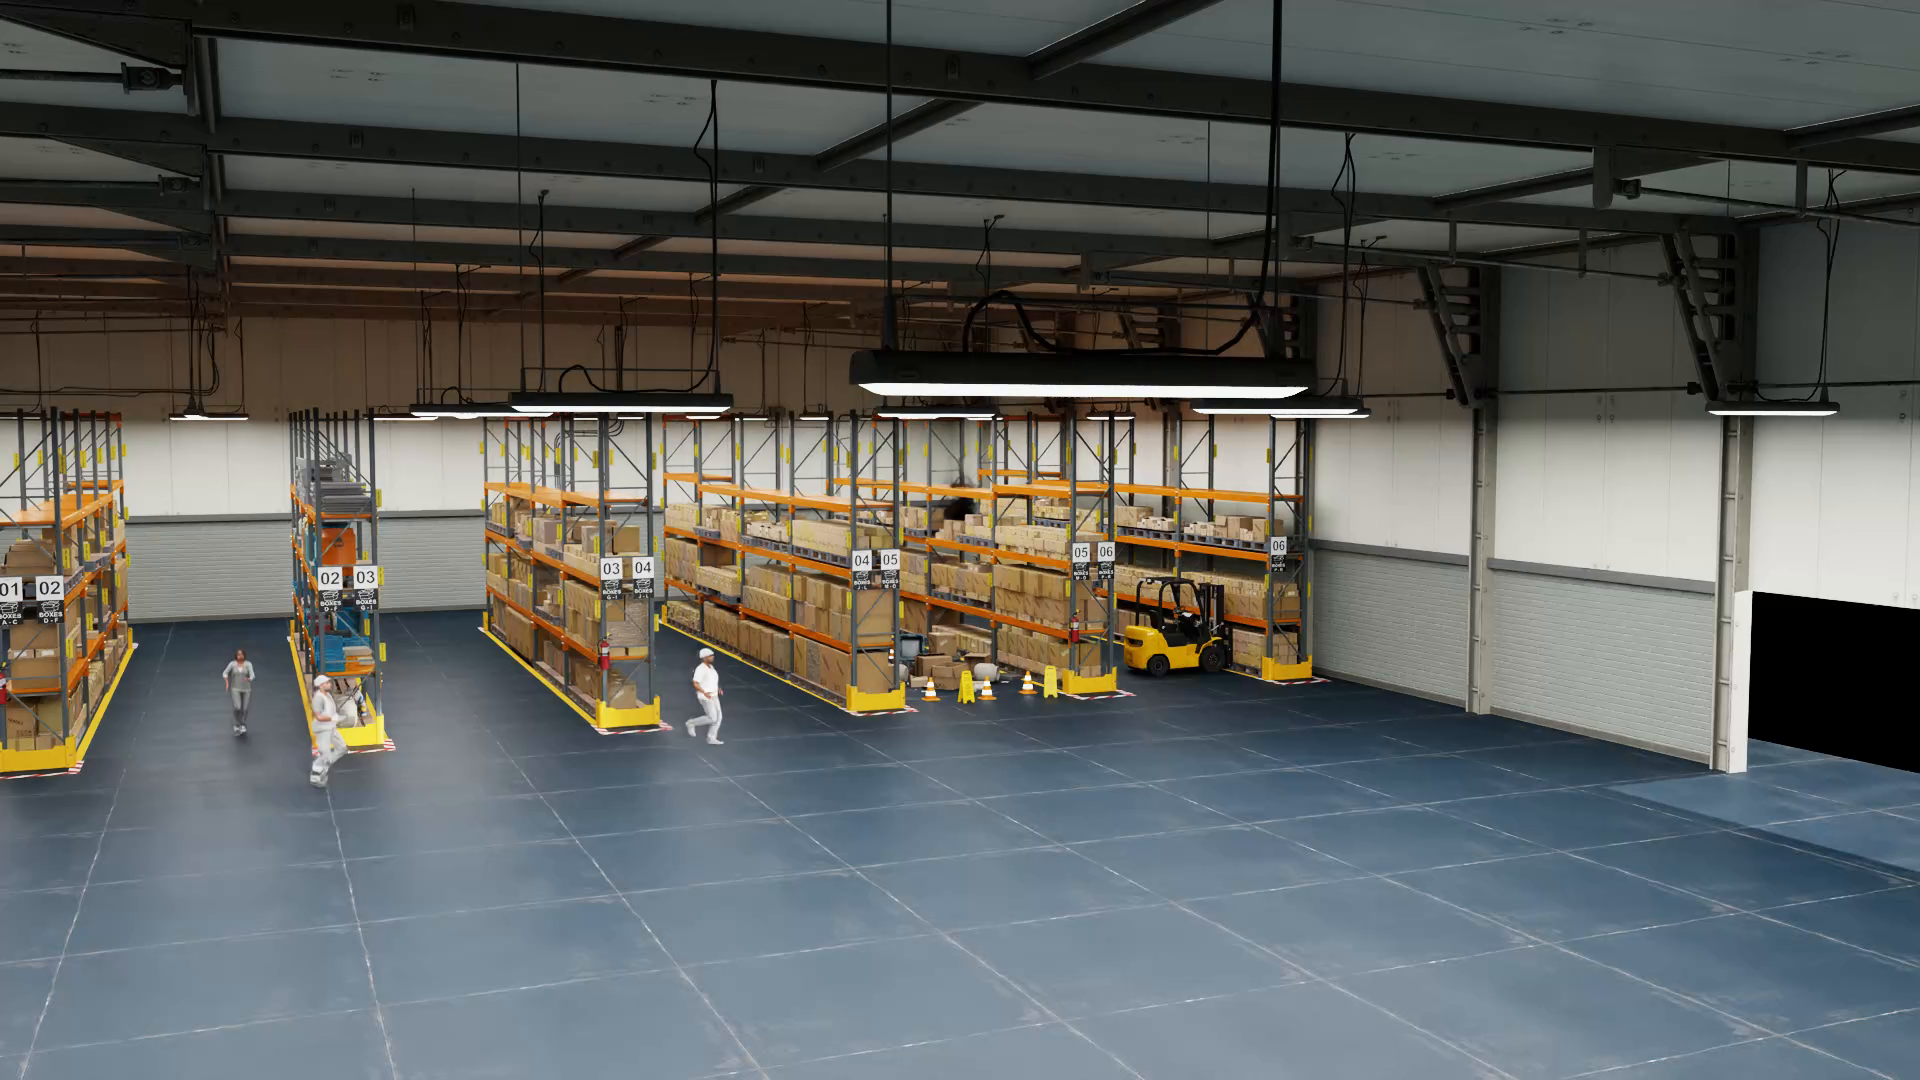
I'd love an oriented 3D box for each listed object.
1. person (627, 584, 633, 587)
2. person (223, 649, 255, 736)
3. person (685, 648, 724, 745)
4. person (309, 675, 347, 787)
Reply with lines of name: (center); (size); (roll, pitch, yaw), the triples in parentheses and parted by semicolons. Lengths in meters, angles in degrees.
person: (-8.920, 1.706, 45.736); (0.613, 1.657, 0.850); (-1, 4, -15)
person: (-13.194, 2.785, 30.483); (0.508, 1.587, 0.657); (-2, 5, -32)
person: (-4.539, 2.790, 29.646); (0.684, 1.731, 0.709); (1, 4, 12)
person: (-9.942, 2.996, 26.171); (0.620, 1.756, 0.686); (0, 4, 0)
